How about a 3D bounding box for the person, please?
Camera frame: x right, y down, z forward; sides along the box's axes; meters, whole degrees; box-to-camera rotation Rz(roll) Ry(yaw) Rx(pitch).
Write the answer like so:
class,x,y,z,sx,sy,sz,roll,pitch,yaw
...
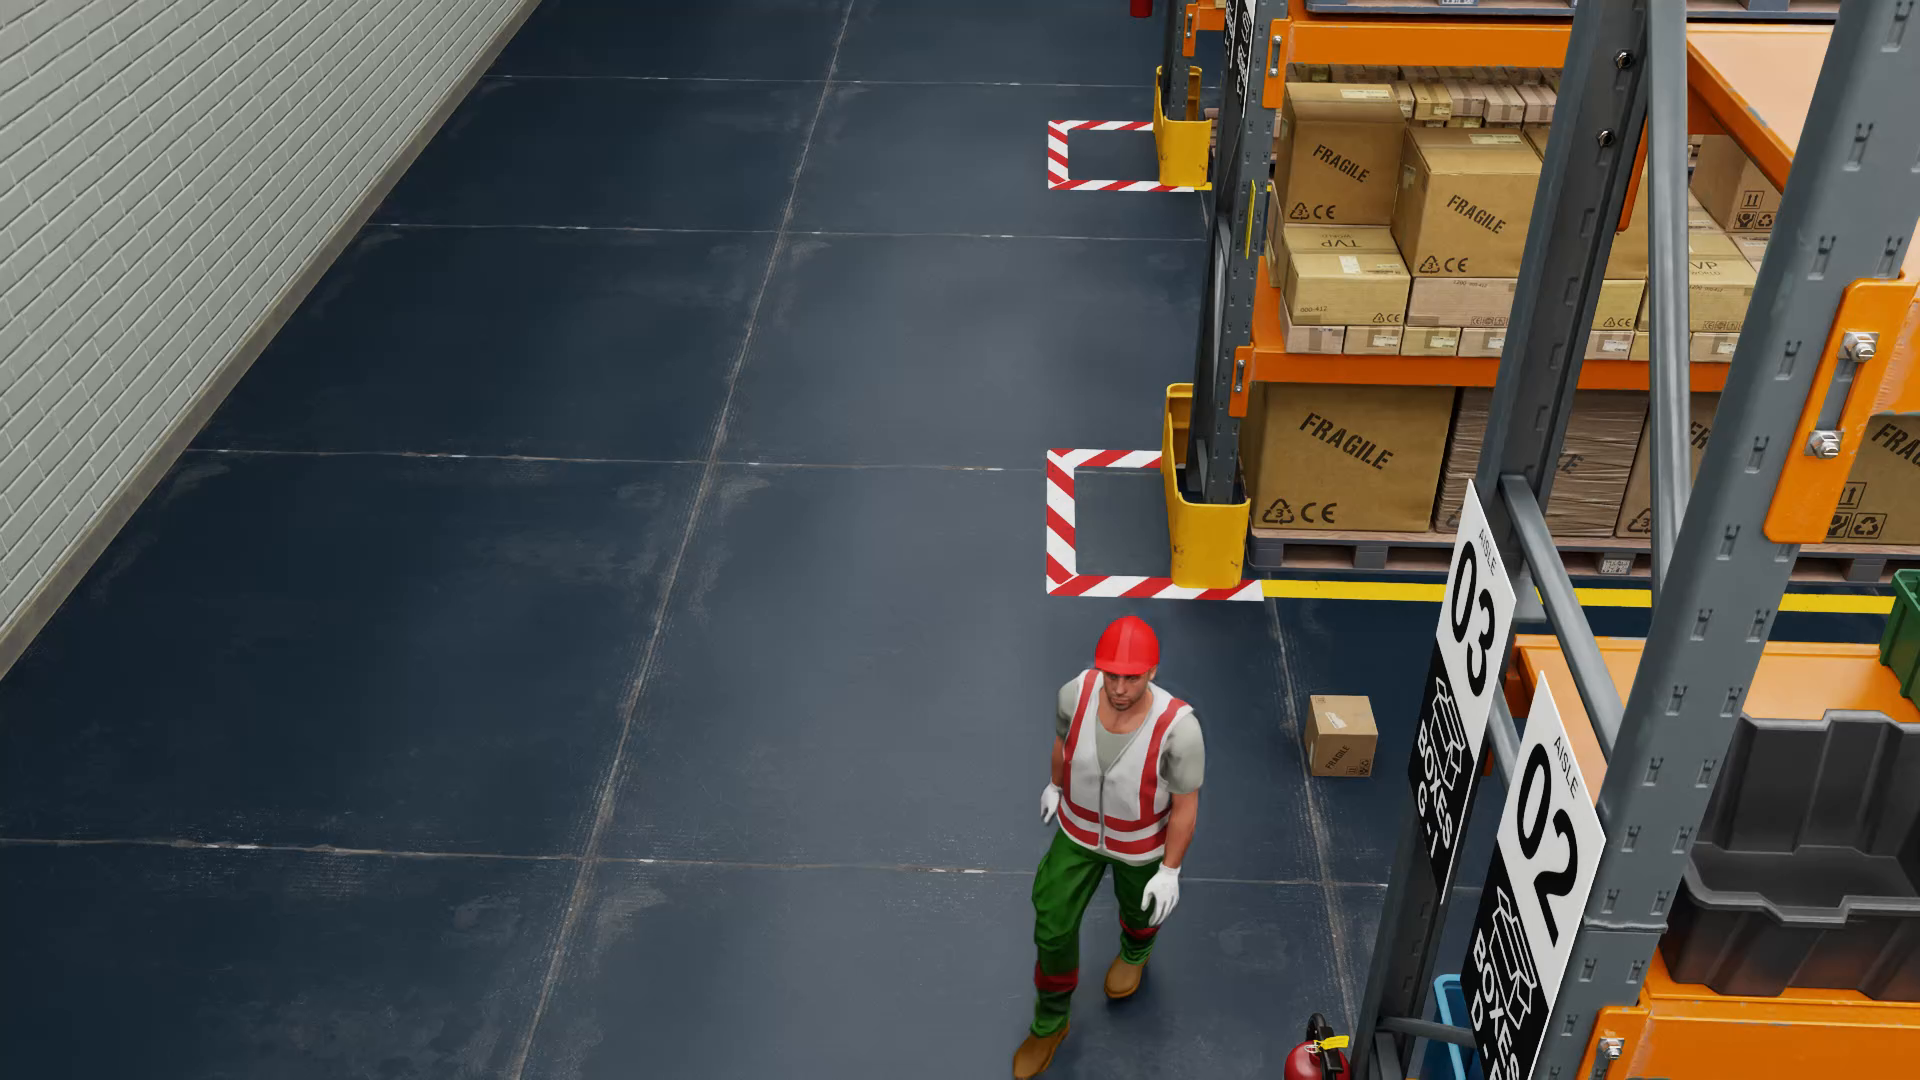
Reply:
class,x,y,z,sx,sy,sz,roll,pitch,yaw
person,0.493,1.044,5.637,0.595,1.830,0.727,14,38,18
